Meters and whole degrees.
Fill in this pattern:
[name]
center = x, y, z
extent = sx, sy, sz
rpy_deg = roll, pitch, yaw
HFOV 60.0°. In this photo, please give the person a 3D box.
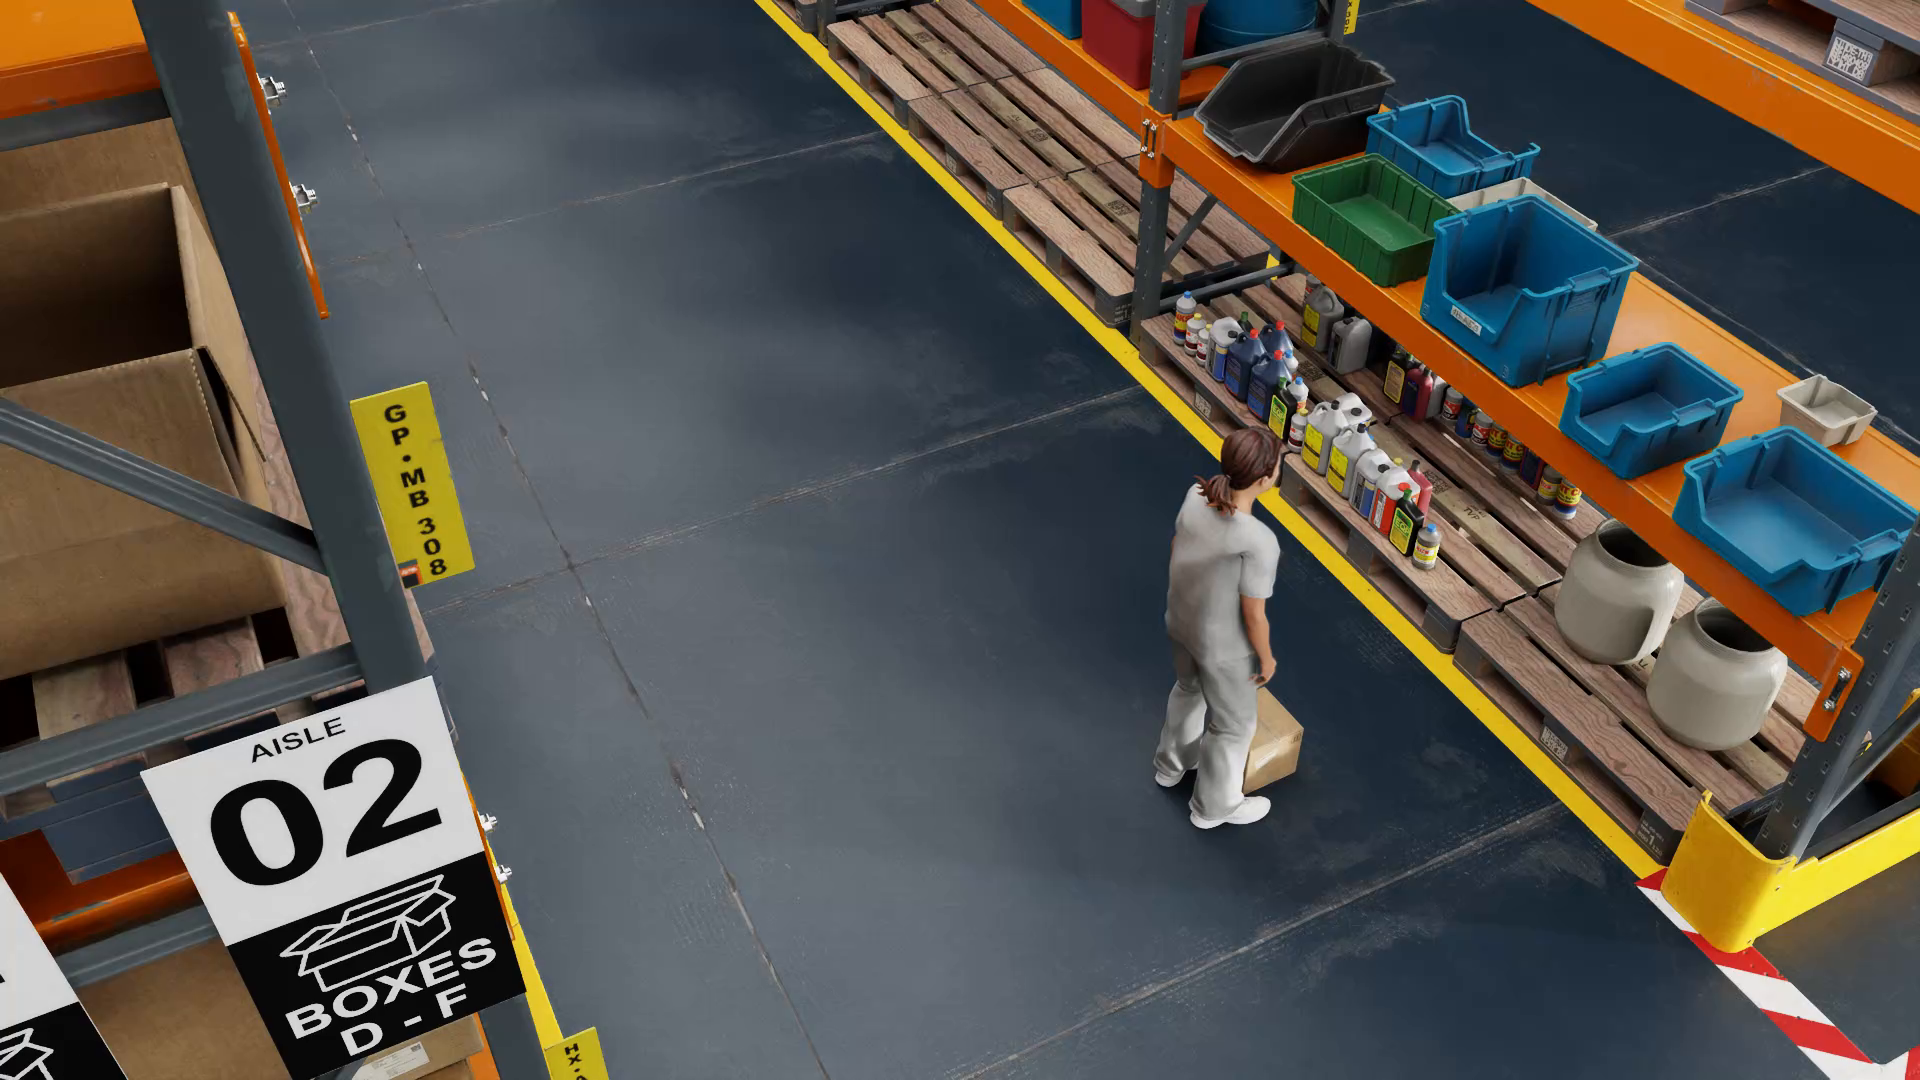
[person]
center = 0.908, 0.313, 5.805
extent = 0.353, 1.673, 0.511
rpy_deg = -21, 45, -22
